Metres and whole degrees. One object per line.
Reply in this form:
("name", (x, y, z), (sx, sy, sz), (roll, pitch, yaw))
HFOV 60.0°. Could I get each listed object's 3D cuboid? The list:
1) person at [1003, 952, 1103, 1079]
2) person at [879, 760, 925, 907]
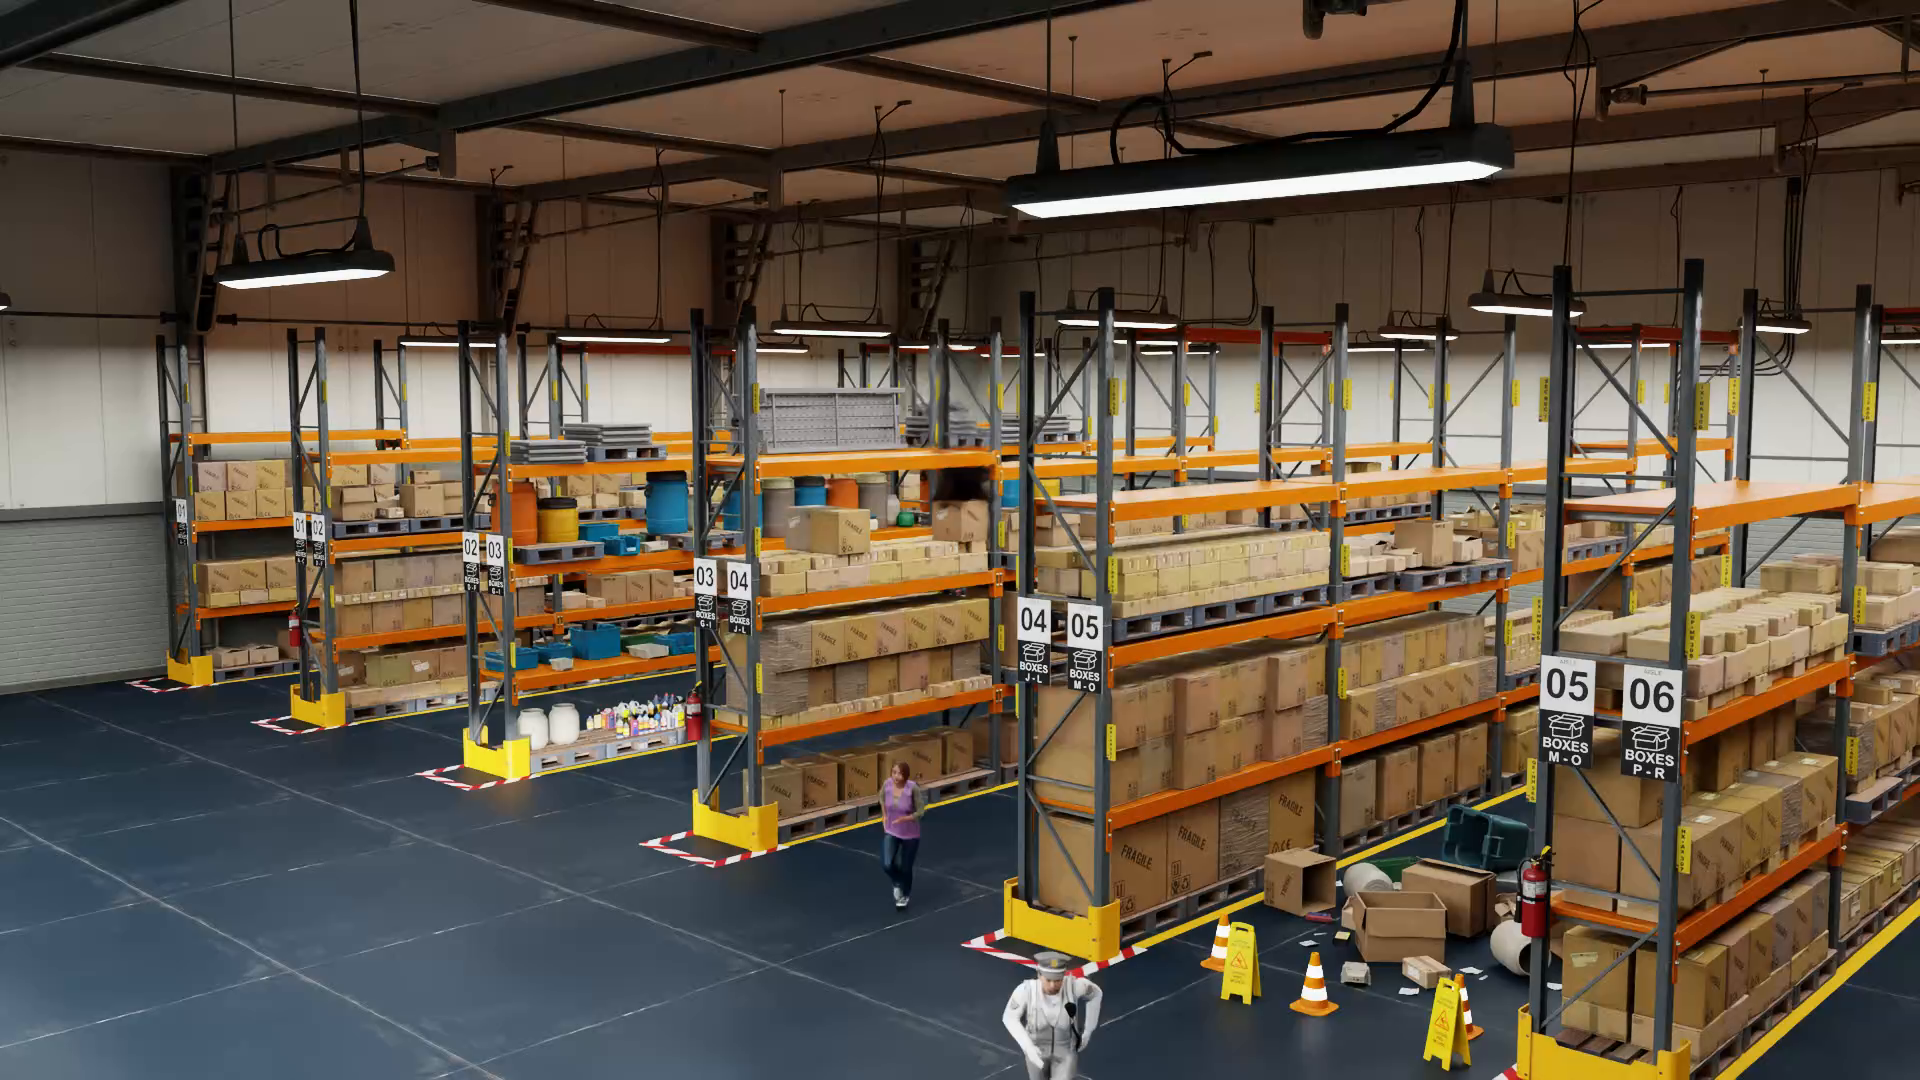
("person", (0.597, 3.376, 10.865), (0.655, 1.628, 0.920), (0, 5, -3))
("person", (-0.578, 2.865, 16.163), (0.496, 1.526, 0.695), (1, 5, 9))
